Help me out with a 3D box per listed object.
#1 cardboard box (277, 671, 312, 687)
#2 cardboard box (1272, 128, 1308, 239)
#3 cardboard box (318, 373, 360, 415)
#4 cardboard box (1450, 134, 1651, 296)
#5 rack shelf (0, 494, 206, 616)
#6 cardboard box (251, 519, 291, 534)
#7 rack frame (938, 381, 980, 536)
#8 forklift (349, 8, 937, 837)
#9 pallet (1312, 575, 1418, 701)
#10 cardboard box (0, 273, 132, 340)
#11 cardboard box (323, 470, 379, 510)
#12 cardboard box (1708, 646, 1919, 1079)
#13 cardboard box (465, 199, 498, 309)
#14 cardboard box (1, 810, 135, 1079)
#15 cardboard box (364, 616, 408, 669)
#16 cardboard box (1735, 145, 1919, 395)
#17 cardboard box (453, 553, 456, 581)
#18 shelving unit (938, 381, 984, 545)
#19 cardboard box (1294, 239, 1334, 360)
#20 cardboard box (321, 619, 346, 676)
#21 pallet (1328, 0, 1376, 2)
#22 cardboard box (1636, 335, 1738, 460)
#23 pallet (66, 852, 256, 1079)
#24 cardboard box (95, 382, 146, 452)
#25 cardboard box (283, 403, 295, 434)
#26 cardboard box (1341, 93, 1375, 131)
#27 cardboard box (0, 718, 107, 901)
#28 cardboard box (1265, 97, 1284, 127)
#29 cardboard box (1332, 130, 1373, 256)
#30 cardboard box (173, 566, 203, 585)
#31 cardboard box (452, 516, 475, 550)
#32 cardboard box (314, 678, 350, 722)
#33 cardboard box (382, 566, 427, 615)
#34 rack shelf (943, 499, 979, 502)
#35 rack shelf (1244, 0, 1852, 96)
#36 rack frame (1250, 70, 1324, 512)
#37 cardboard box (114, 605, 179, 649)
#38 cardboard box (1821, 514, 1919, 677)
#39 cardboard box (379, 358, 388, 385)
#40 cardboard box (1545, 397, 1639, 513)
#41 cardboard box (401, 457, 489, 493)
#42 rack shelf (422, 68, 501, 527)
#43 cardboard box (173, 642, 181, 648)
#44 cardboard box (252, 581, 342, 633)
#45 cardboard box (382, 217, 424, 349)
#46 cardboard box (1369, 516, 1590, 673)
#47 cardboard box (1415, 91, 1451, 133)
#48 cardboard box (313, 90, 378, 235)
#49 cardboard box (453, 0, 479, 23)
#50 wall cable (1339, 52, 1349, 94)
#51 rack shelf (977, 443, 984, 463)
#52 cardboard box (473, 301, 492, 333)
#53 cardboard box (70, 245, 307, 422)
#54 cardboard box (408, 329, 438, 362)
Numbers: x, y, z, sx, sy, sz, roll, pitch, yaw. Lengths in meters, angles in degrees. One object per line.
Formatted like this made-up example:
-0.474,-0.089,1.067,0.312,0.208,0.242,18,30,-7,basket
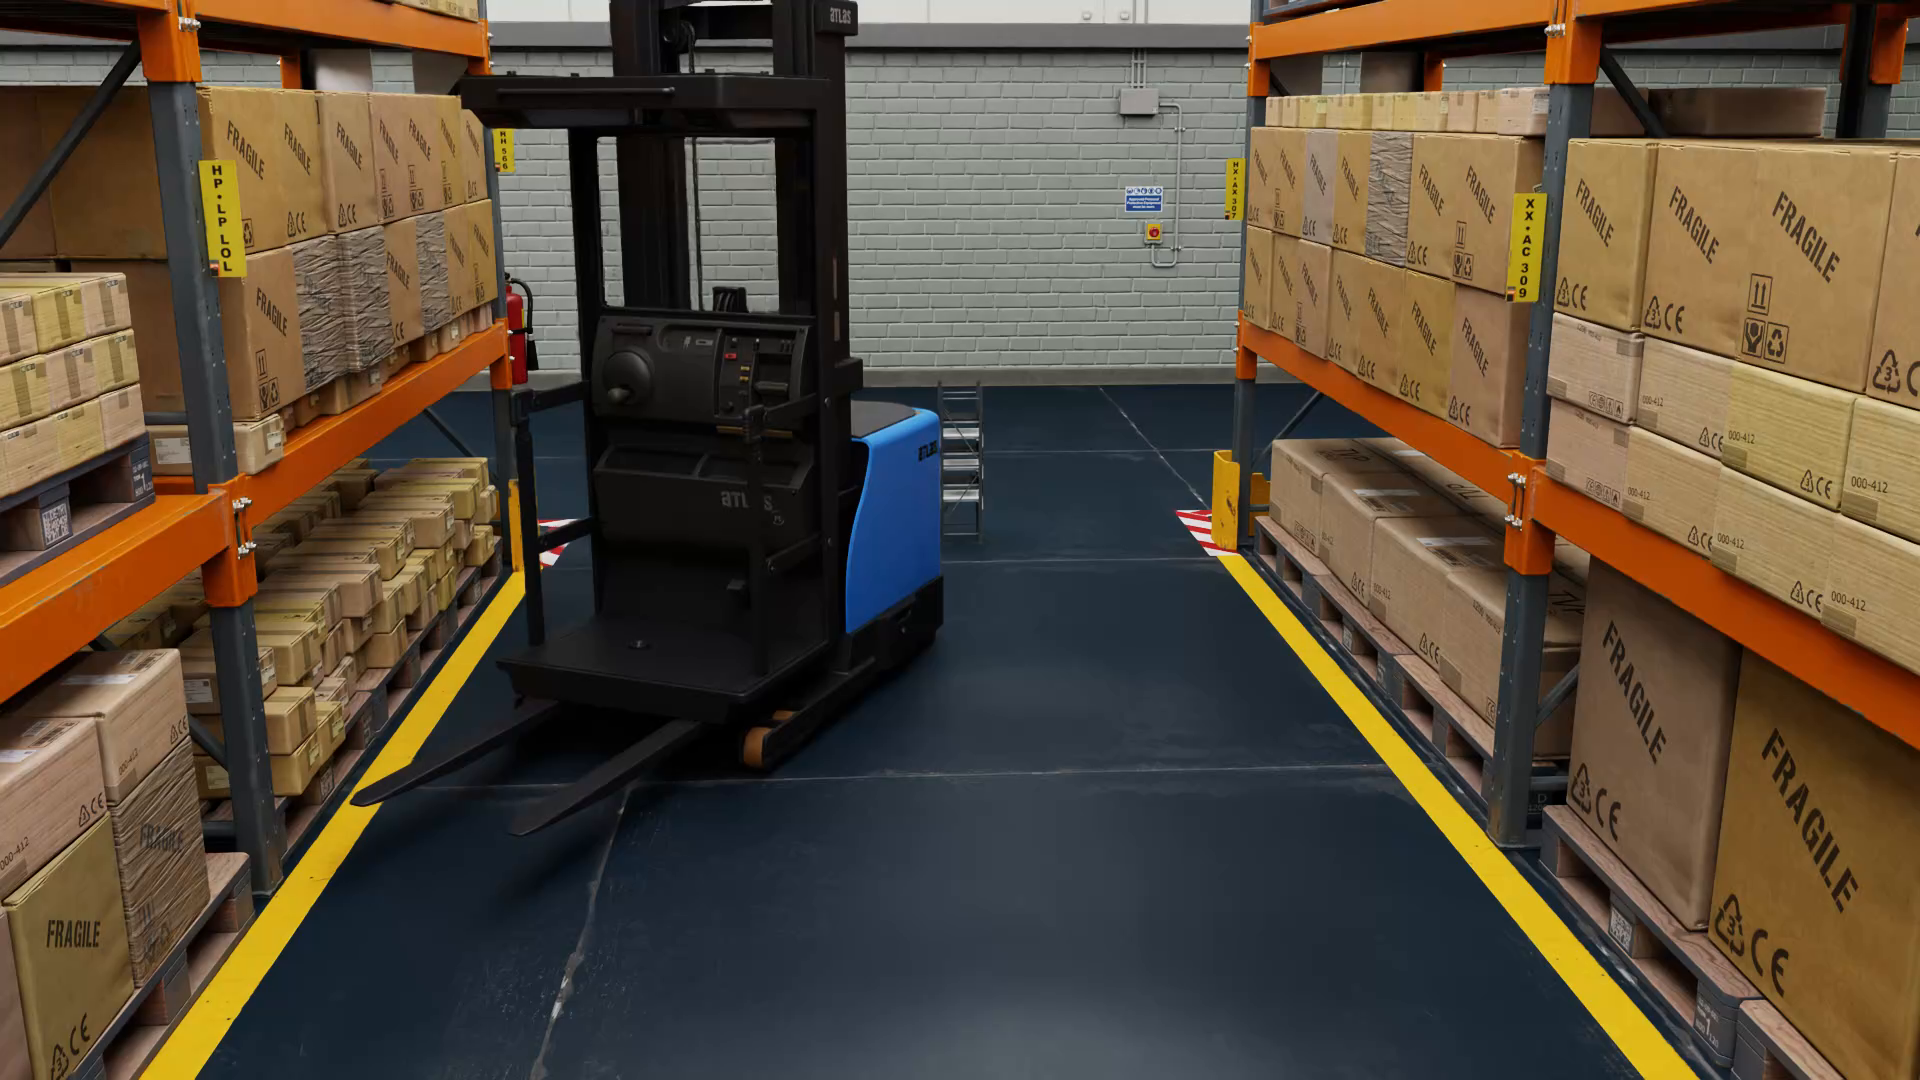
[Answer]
-2.459,0.534,5.713,0.380,0.149,0.250,-1,14,-3,cardboard box
1.821,-1.720,7.983,0.500,0.500,0.500,-1,14,-5,cardboard box
-2.462,-0.557,6.174,0.380,0.149,0.250,-1,14,-2,cardboard box
1.979,-1.090,5.536,0.500,0.500,0.500,-1,14,-4,cardboard box
-2.526,0.408,2.971,0.919,0.124,3.809,-1,14,-3,rack shelf
-3.103,0.014,7.136,0.380,0.149,0.250,-1,14,-3,cardboard box
-0.007,-0.463,9.520,0.240,0.900,0.006,-1,14,-3,rack frame
2.355,-1.810,6.109,7.407,5.209,9.711,6,15,21,forklift
2.236,0.412,7.502,1.003,0.211,1.213,-1,14,-3,pallet
-2.431,-0.616,4.367,0.380,0.149,0.250,0,14,-1,cardboard box
-3.068,-0.246,8.148,0.380,0.149,0.250,-1,14,-2,cardboard box
2.466,0.759,3.979,0.875,0.875,0.875,0,14,-2,cardboard box
-2.613,-1.422,8.237,0.500,0.500,0.500,-1,14,-2,cardboard box
-2.322,0.972,3.902,0.500,0.500,0.500,-1,14,-5,cardboard box
-2.473,0.417,6.764,0.380,0.149,0.250,-1,14,-5,cardboard box
2.112,-0.612,3.679,0.500,0.500,0.500,-1,14,-5,cardboard box
-2.582,0.158,7.771,0.380,0.149,0.250,-1,14,-3,cardboard box
-3.707,-0.416,3.020,8.426,4.047,12.137,-1,14,-3,shelving unit
1.852,-1.112,7.626,0.500,0.500,0.500,-1,14,-4,cardboard box
-2.524,0.407,6.208,0.380,0.149,0.250,-2,15,-6,cardboard box
2.171,-2.360,6.838,1.003,0.211,1.213,-1,14,-3,pallet
2.090,-0.371,4.245,0.500,0.250,0.500,-1,14,-3,cardboard box
-2.601,1.201,4.434,1.003,0.211,1.213,-1,14,-3,pallet
-2.428,-0.329,4.446,0.380,0.149,0.250,-1,14,-5,cardboard box
-2.500,-0.425,5.663,0.380,0.149,0.250,-2,15,-6,cardboard box
1.836,-1.807,7.020,0.380,0.149,0.250,-1,14,-5,cardboard box
-2.333,0.611,3.802,0.500,0.250,0.500,0,14,-1,cardboard box
1.782,-2.193,8.522,0.380,0.149,0.250,-1,14,-2,cardboard box
1.892,-1.468,7.003,0.500,0.500,0.500,-1,14,-3,cardboard box
-3.057,0.206,6.392,0.380,0.149,0.250,-2,15,-6,cardboard box
-2.547,-0.048,7.976,0.380,0.149,0.250,-1,15,-6,cardboard box
-2.436,0.612,6.007,0.380,0.149,0.250,-1,14,-4,cardboard box
-2.459,0.212,6.962,0.380,0.149,0.250,-1,14,-3,cardboard box
0.000,-0.246,9.472,0.199,0.015,0.184,-1,14,-3,rack shelf
2.160,-2.046,6.882,1.077,0.370,4.000,-1,14,-3,rack shelf
2.039,-1.439,9.100,0.949,2.616,0.053,-1,14,-3,rack frame
-3.010,0.337,5.880,0.380,0.149,0.250,-1,14,-4,cardboard box
2.119,0.123,3.331,0.500,0.250,0.500,-1,14,-4,cardboard box
-2.534,-0.689,6.690,0.380,0.149,0.250,0,14,-1,cardboard box
2.048,-0.258,4.811,0.500,0.250,0.500,-1,14,-5,cardboard box
-2.612,-0.321,8.437,0.380,0.149,0.250,-1,14,-3,cardboard box
-2.901,-1.337,8.705,0.949,2.616,0.053,-1,14,-3,rack shelf
-2.968,0.420,6.157,0.380,0.149,0.250,-1,14,-3,cardboard box
-2.526,0.262,6.175,0.380,0.149,0.250,-1,14,-5,cardboard box
-2.525,-1.044,6.766,0.500,0.500,0.500,0,14,-1,cardboard box
2.296,0.213,6.979,0.875,0.438,0.875,-1,14,-5,cardboard box
1.949,-1.617,6.280,0.380,0.149,0.250,-1,14,-4,cardboard box
-2.483,-1.390,6.104,0.500,0.500,0.500,-1,14,-3,cardboard box
-2.606,-2.609,7.926,0.500,0.250,0.500,-1,14,-5,cardboard box
3.078,-3.358,14.518,0.588,1.984,0.122,-1,14,-3,wall cable
0.000,-0.493,9.408,0.258,0.077,0.200,-1,14,-3,rack shelf
-2.596,-1.139,8.438,0.380,0.149,0.250,-1,14,-3,cardboard box
-2.429,-0.662,5.283,0.500,0.500,0.500,-1,14,-4,cardboard box
-2.561,-0.885,7.452,0.380,0.149,0.250,-2,15,-6,cardboard box
